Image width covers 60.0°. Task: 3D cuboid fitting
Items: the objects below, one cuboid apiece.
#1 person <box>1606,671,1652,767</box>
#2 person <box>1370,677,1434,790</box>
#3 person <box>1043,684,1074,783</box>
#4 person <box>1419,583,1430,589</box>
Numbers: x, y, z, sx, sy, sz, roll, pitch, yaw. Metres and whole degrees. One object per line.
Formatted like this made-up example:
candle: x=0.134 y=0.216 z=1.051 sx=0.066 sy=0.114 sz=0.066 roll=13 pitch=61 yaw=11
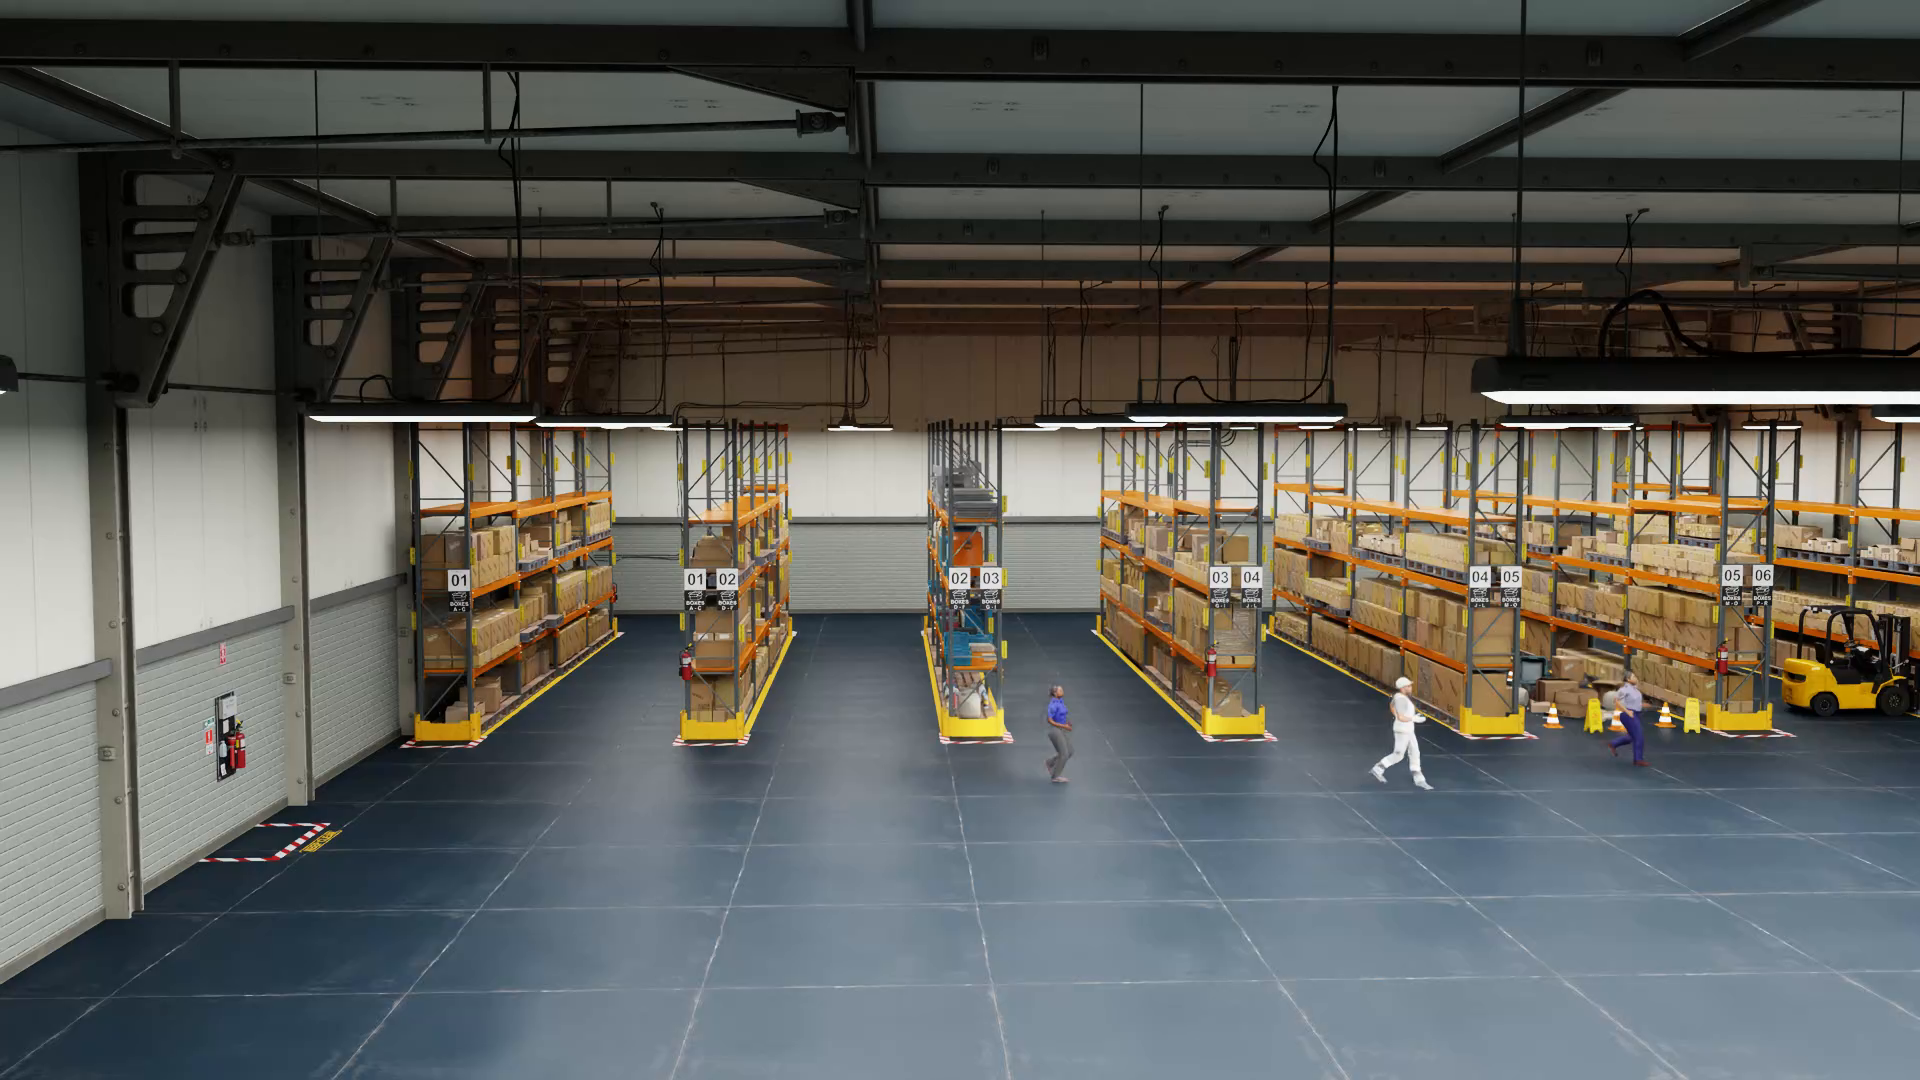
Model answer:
person: x=11.586 y=3.091 z=28.750 sx=0.780 sy=1.577 sz=0.620 roll=3 pitch=5 yaw=41
person: x=7.111 y=3.100 z=26.722 sx=0.987 sy=1.799 sz=0.653 roll=2 pitch=4 yaw=24
person: x=1.614 y=3.169 z=27.296 sx=0.578 sy=1.606 sz=0.572 roll=1 pitch=4 yaw=20
person: x=13.842 y=1.772 z=49.390 sx=0.573 sy=1.593 sz=0.558 roll=0 pitch=4 yaw=3
